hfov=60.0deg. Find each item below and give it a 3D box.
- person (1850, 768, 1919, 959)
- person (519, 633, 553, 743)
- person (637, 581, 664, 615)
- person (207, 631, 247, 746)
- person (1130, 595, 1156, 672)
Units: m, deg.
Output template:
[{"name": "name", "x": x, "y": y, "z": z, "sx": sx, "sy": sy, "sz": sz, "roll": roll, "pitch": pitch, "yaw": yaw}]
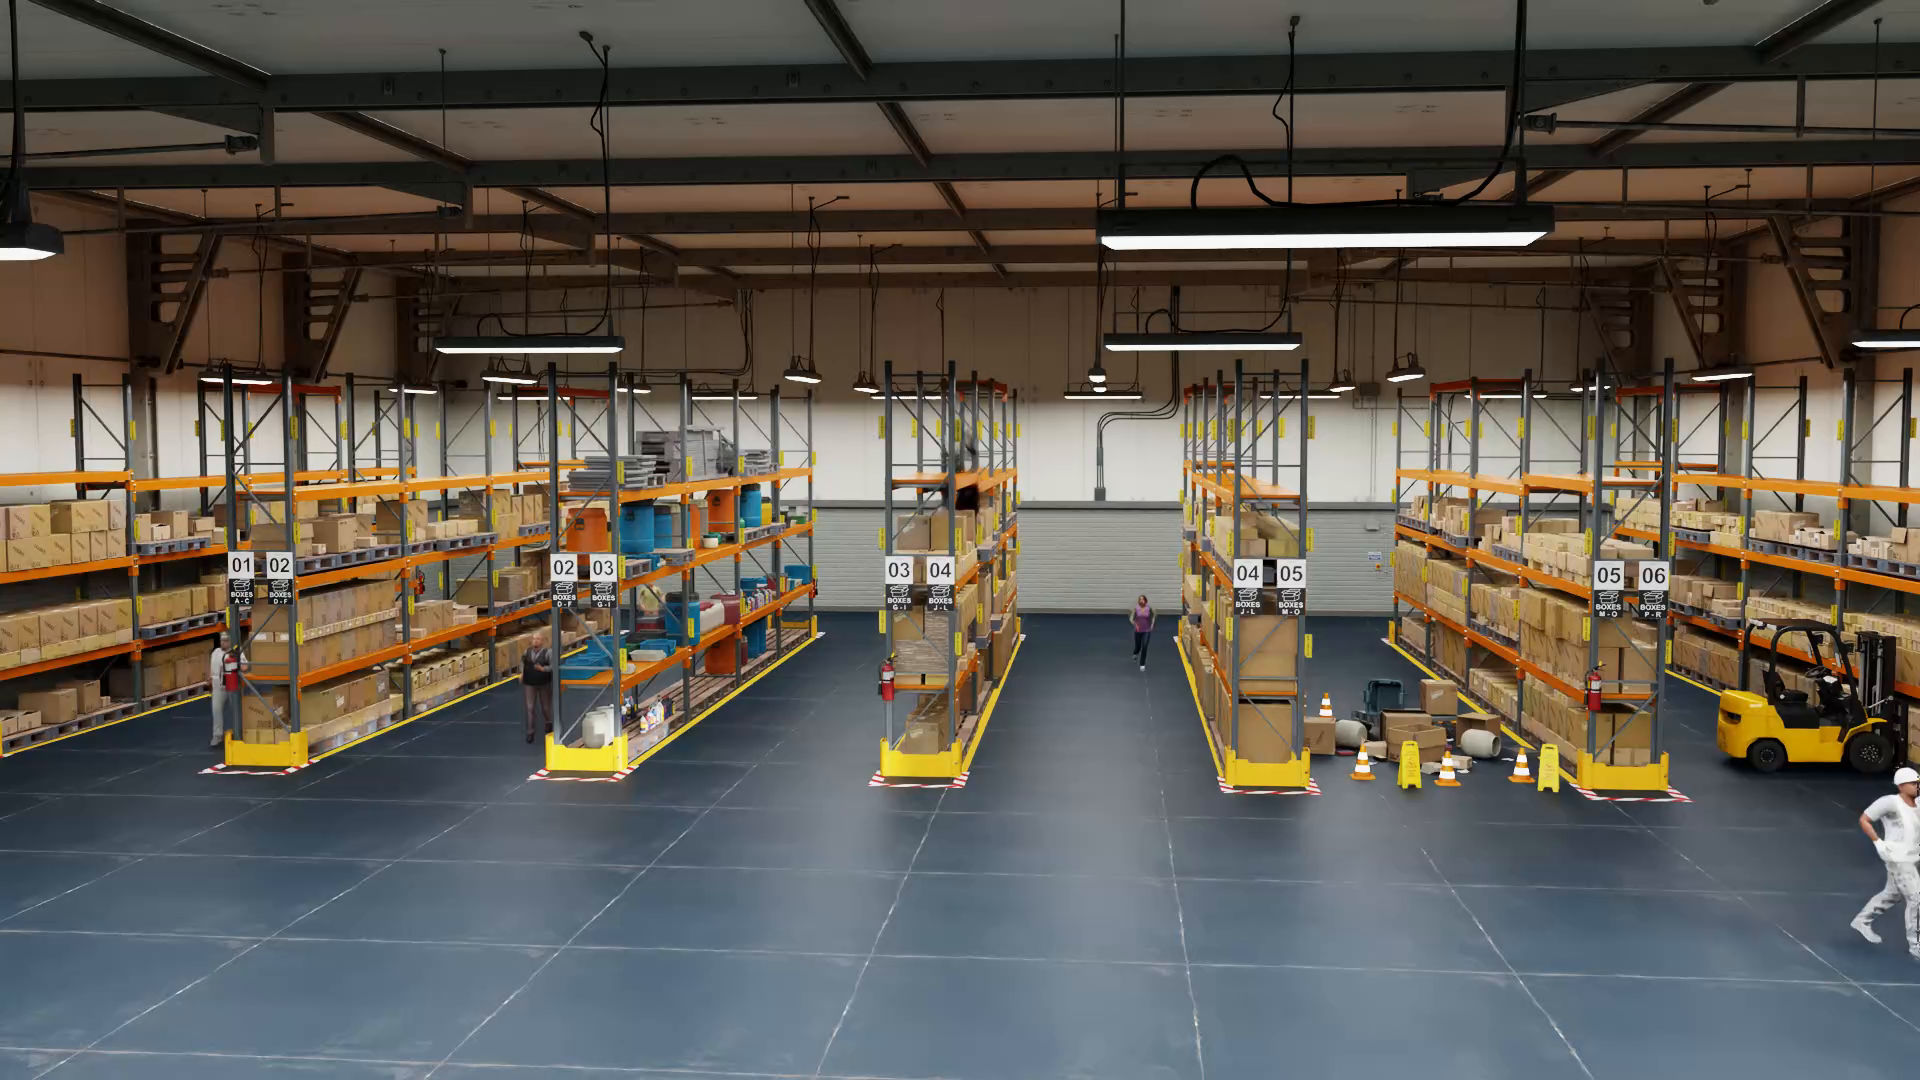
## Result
[{"name": "person", "x": 8.987, "y": 3.065, "z": 15.874, "sx": 0.655, "sy": 1.827, "sz": 0.877, "roll": -3, "pitch": 5, "yaw": -35}, {"name": "person", "x": -6.821, "y": 2.354, "z": 26.844, "sx": 0.656, "sy": 1.707, "sz": 0.962, "roll": 0, "pitch": 4, "yaw": -3}, {"name": "person", "x": -7.199, "y": 1.650, "z": 38.788, "sx": 0.619, "sy": 1.647, "sz": 0.579, "roll": -1, "pitch": 4, "yaw": -16}, {"name": "person", "x": -11.756, "y": 2.339, "z": 26.664, "sx": 0.662, "sy": 1.768, "sz": 0.989, "roll": 0, "pitch": 4, "yaw": -4}, {"name": "person", "x": 3.835, "y": 1.935, "z": 34.905, "sx": 0.545, "sy": 1.592, "sz": 0.741, "roll": 0, "pitch": 4, "yaw": 2}]
